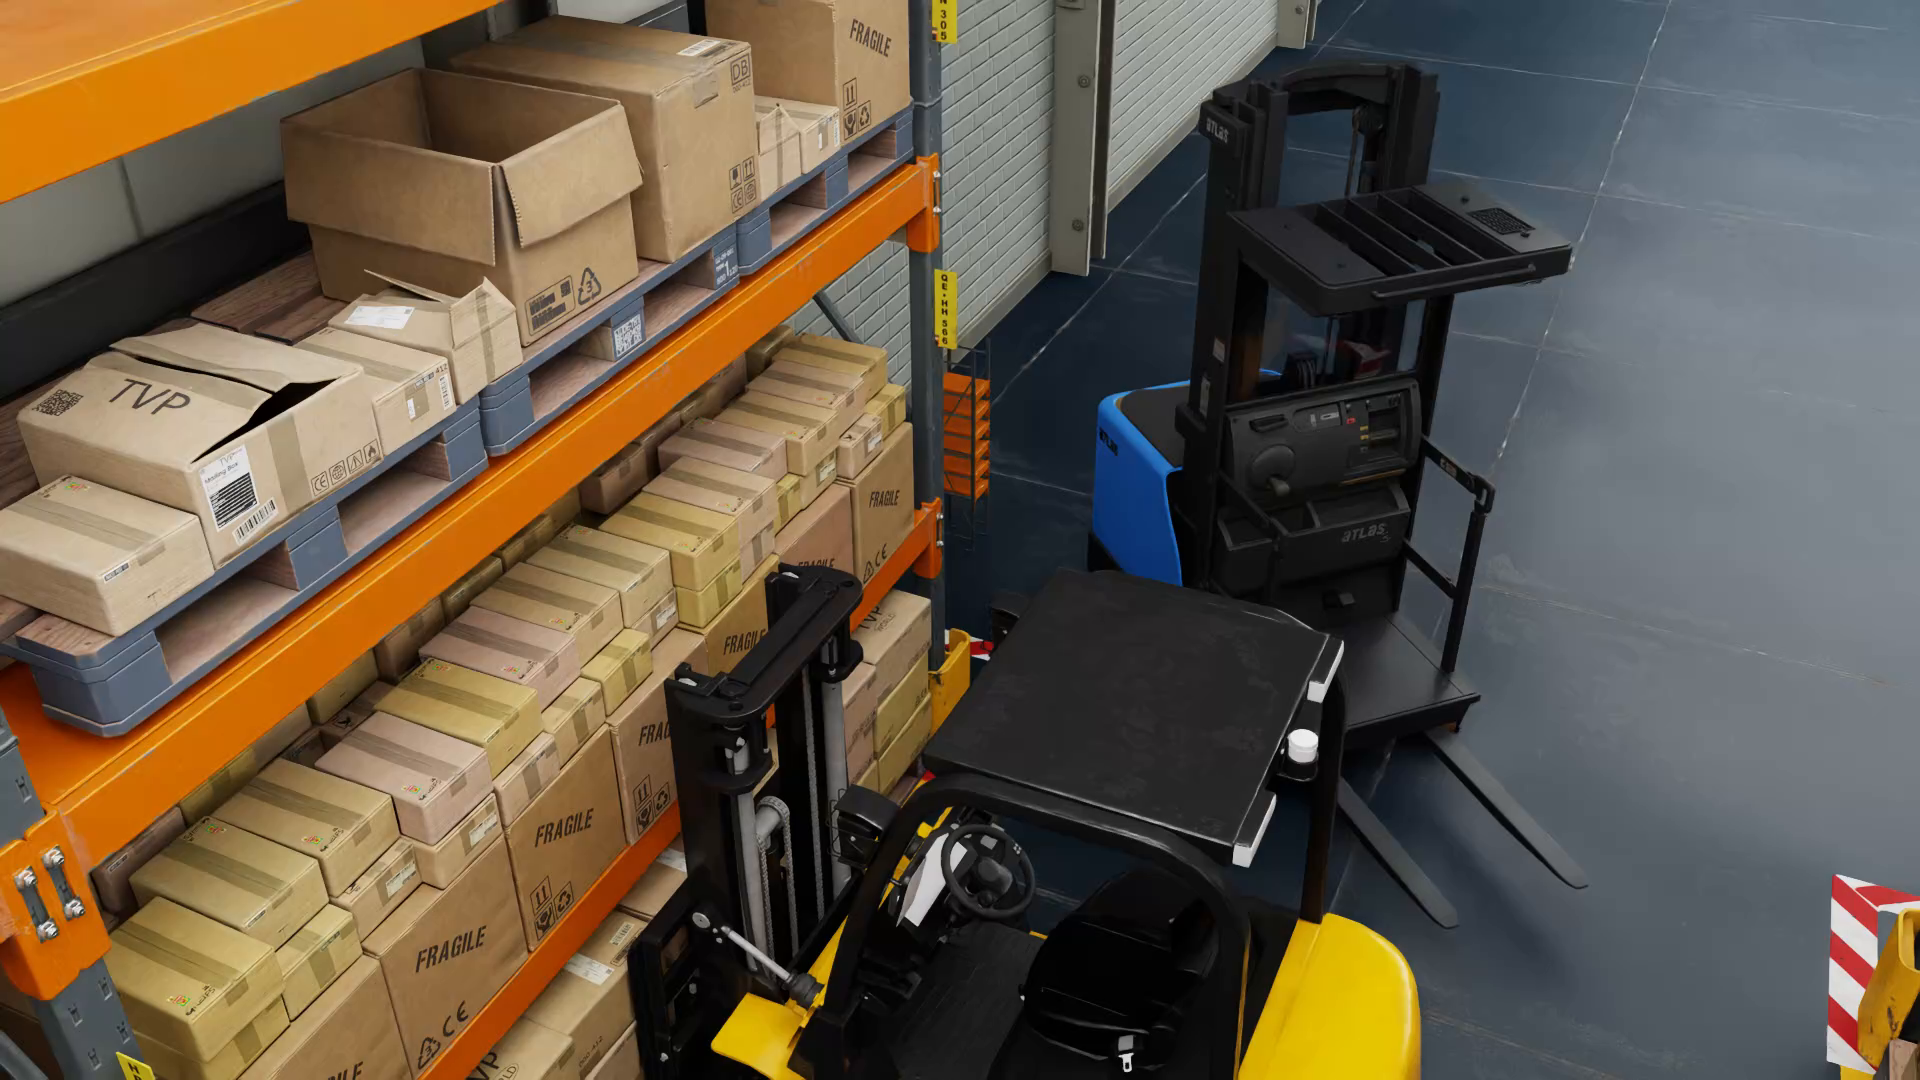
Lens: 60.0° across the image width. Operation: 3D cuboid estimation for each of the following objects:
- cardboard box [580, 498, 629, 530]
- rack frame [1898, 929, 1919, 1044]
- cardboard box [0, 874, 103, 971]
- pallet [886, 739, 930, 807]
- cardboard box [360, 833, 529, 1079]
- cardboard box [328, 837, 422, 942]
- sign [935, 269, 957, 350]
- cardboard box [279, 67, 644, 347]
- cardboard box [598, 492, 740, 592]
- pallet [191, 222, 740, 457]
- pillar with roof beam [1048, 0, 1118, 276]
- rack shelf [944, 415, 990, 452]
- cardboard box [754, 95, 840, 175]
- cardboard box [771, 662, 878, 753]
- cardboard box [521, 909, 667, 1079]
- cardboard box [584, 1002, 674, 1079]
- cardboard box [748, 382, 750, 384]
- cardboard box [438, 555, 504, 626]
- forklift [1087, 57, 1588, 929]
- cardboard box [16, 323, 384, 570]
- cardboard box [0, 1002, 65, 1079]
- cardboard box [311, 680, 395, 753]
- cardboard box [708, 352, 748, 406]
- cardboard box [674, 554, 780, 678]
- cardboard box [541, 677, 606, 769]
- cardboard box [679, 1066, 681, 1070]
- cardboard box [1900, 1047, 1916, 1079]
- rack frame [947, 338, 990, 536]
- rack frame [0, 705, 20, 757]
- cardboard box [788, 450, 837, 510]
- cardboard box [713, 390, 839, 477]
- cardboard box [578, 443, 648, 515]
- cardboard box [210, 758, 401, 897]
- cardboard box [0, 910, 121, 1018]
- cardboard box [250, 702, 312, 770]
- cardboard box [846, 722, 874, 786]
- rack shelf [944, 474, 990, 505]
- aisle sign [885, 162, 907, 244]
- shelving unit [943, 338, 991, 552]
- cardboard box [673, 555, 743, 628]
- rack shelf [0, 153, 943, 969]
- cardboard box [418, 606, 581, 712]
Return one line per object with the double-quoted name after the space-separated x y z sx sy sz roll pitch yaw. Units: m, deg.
-1.416 -0.159 5.943 0.380 0.149 0.250 15 36 21 "cardboard box"
3.965 0.692 5.328 1.000 3.000 0.127 14 36 20 "rack frame"
-2.359 0.881 4.085 0.380 0.149 0.250 14 36 21 "cardboard box"
-0.827 1.111 7.231 1.003 0.211 1.213 14 36 20 "pallet"
-1.593 1.081 4.643 0.500 0.500 0.500 15 36 21 "cardboard box"
-1.656 0.870 4.373 0.380 0.149 0.250 14 36 20 "cardboard box"
-0.058 -0.897 6.479 0.100 0.325 0.005 14 36 20 "sign"
-1.308 -0.914 4.473 0.797 0.503 0.637 15 36 22 "cardboard box"
-0.946 0.003 5.425 0.380 0.149 0.250 15 36 21 "cardboard box"
-1.374 -0.707 4.806 1.003 0.211 1.213 14 36 20 "pallet"
4.765 -4.815 8.254 9.100 9.000 0.400 14 36 20 "pillar with roof beam"
0.006 -0.572 8.759 0.258 0.103 0.180 14 36 20 "rack shelf"
-0.616 -1.330 5.430 0.380 0.149 0.250 13 35 19 "cardboard box"
-0.663 0.667 6.578 0.500 0.250 0.500 15 36 21 "cardboard box"
-1.310 1.431 5.413 0.500 0.250 0.500 15 36 22 "cardboard box"
-1.306 1.643 5.546 0.500 0.250 0.500 14 36 20 "cardboard box"
-0.923 -0.649 6.690 0.380 0.149 0.250 13 36 19 "cardboard box"
-1.660 0.132 5.228 0.380 0.149 0.250 15 36 22 "cardboard box"
1.660 -0.379 7.023 1.130 2.935 3.031 -12 35 -17 "forklift"
-1.649 -0.246 3.630 0.500 0.311 0.500 15 36 21 "cardboard box"
-2.276 1.219 4.432 0.500 0.500 0.500 14 36 20 "cardboard box"
-1.864 0.512 4.919 0.380 0.149 0.250 15 36 22 "cardboard box"
-1.048 -0.646 6.415 0.380 0.149 0.250 15 36 22 "cardboard box"
-0.952 0.330 5.789 0.500 0.500 0.500 13 36 20 "cardboard box"
-1.285 0.505 4.931 0.380 0.149 0.250 13 35 19 "cardboard box"
-1.086 1.592 6.080 0.500 0.250 0.500 15 36 22 "cardboard box"
3.376 2.004 5.451 0.500 0.250 0.500 14 36 20 "cardboard box"
0.044 -0.555 8.870 0.240 1.200 0.006 14 36 20 "rack frame"
-2.219 -0.962 2.379 1.000 3.000 0.127 14 36 20 "rack frame"
-0.680 -0.272 6.115 0.380 0.149 0.250 15 36 21 "cardboard box"
-0.663 -0.389 6.023 0.380 0.149 0.250 15 36 22 "cardboard box"
-1.322 -0.250 5.811 0.380 0.149 0.250 15 36 22 "cardboard box"
-1.690 0.739 4.302 0.380 0.149 0.250 14 36 20 "cardboard box"
-2.317 1.015 4.152 0.380 0.149 0.250 14 36 20 "cardboard box"
-2.070 0.492 4.679 0.380 0.149 0.250 13 36 20 "cardboard box"
-0.684 0.881 6.707 0.500 0.250 0.500 14 36 20 "cardboard box"
0.006 -0.271 8.956 0.258 0.103 0.180 14 36 20 "rack shelf"
-0.251 -1.498 6.296 0.394 0.787 0.004 14 36 20 "aisle sign"
0.006 -0.509 8.800 0.258 1.200 0.189 14 36 20 "shelving unit"
-0.950 0.123 5.512 0.380 0.149 0.250 14 36 21 "cardboard box"
-1.382 -0.403 4.918 1.077 0.370 4.000 14 36 20 "rack shelf"
-1.349 0.359 4.881 0.380 0.149 0.250 14 36 20 "cardboard box"
